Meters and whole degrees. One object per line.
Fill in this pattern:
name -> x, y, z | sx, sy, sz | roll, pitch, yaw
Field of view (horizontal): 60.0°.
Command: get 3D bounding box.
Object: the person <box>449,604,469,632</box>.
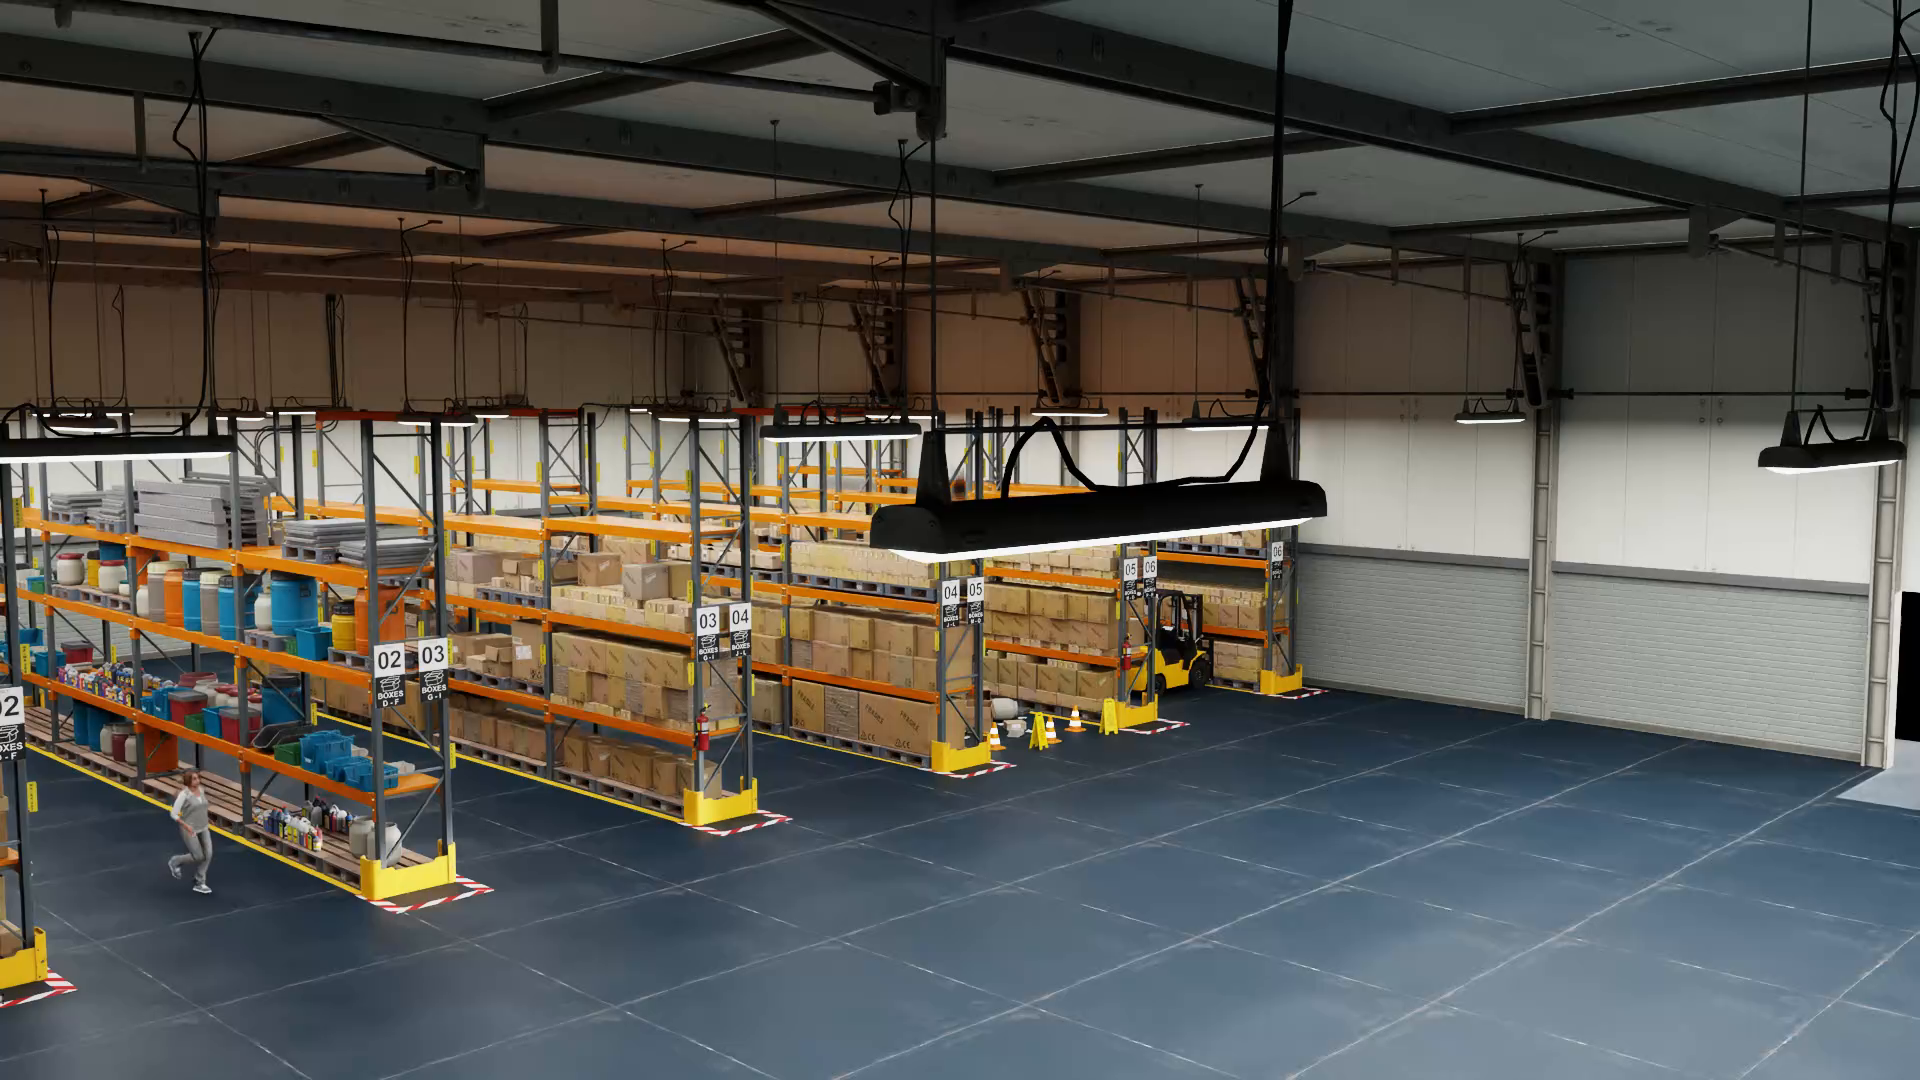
person -> -12.223, 1.903, 40.637 | 0.553, 1.708, 0.788 | 2, 5, 23

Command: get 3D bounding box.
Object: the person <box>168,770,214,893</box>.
person -> -9.765, 3.693, 21.121 | 0.606, 1.564, 0.541 | 2, 5, 22
